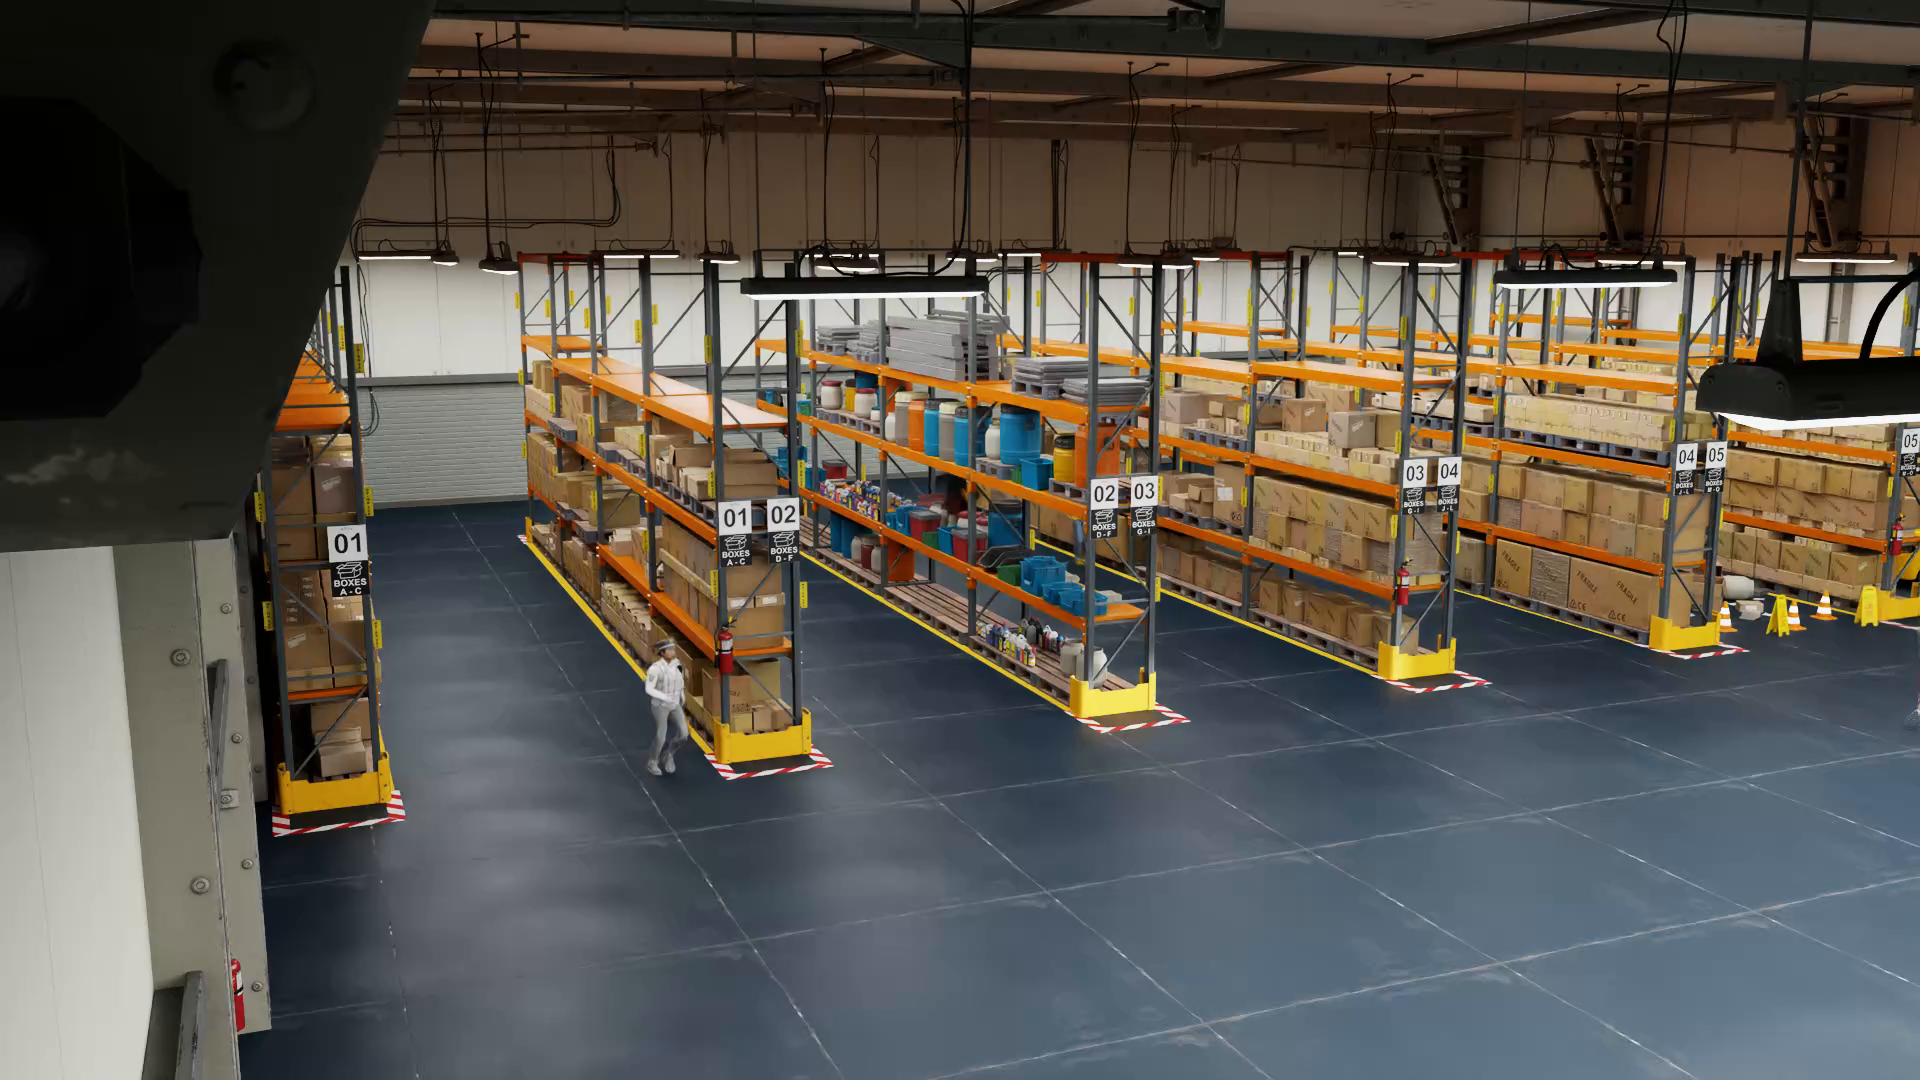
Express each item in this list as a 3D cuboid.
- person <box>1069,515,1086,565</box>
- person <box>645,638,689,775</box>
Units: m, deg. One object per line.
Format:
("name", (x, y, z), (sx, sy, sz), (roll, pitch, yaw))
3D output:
("person", (2.262, -0.385, 30.769), (0.698, 1.729, 0.538), (-4, 11, -23))
("person", (-3.430, 1.969, 19.682), (0.563, 1.687, 0.666), (9, 14, 41))
